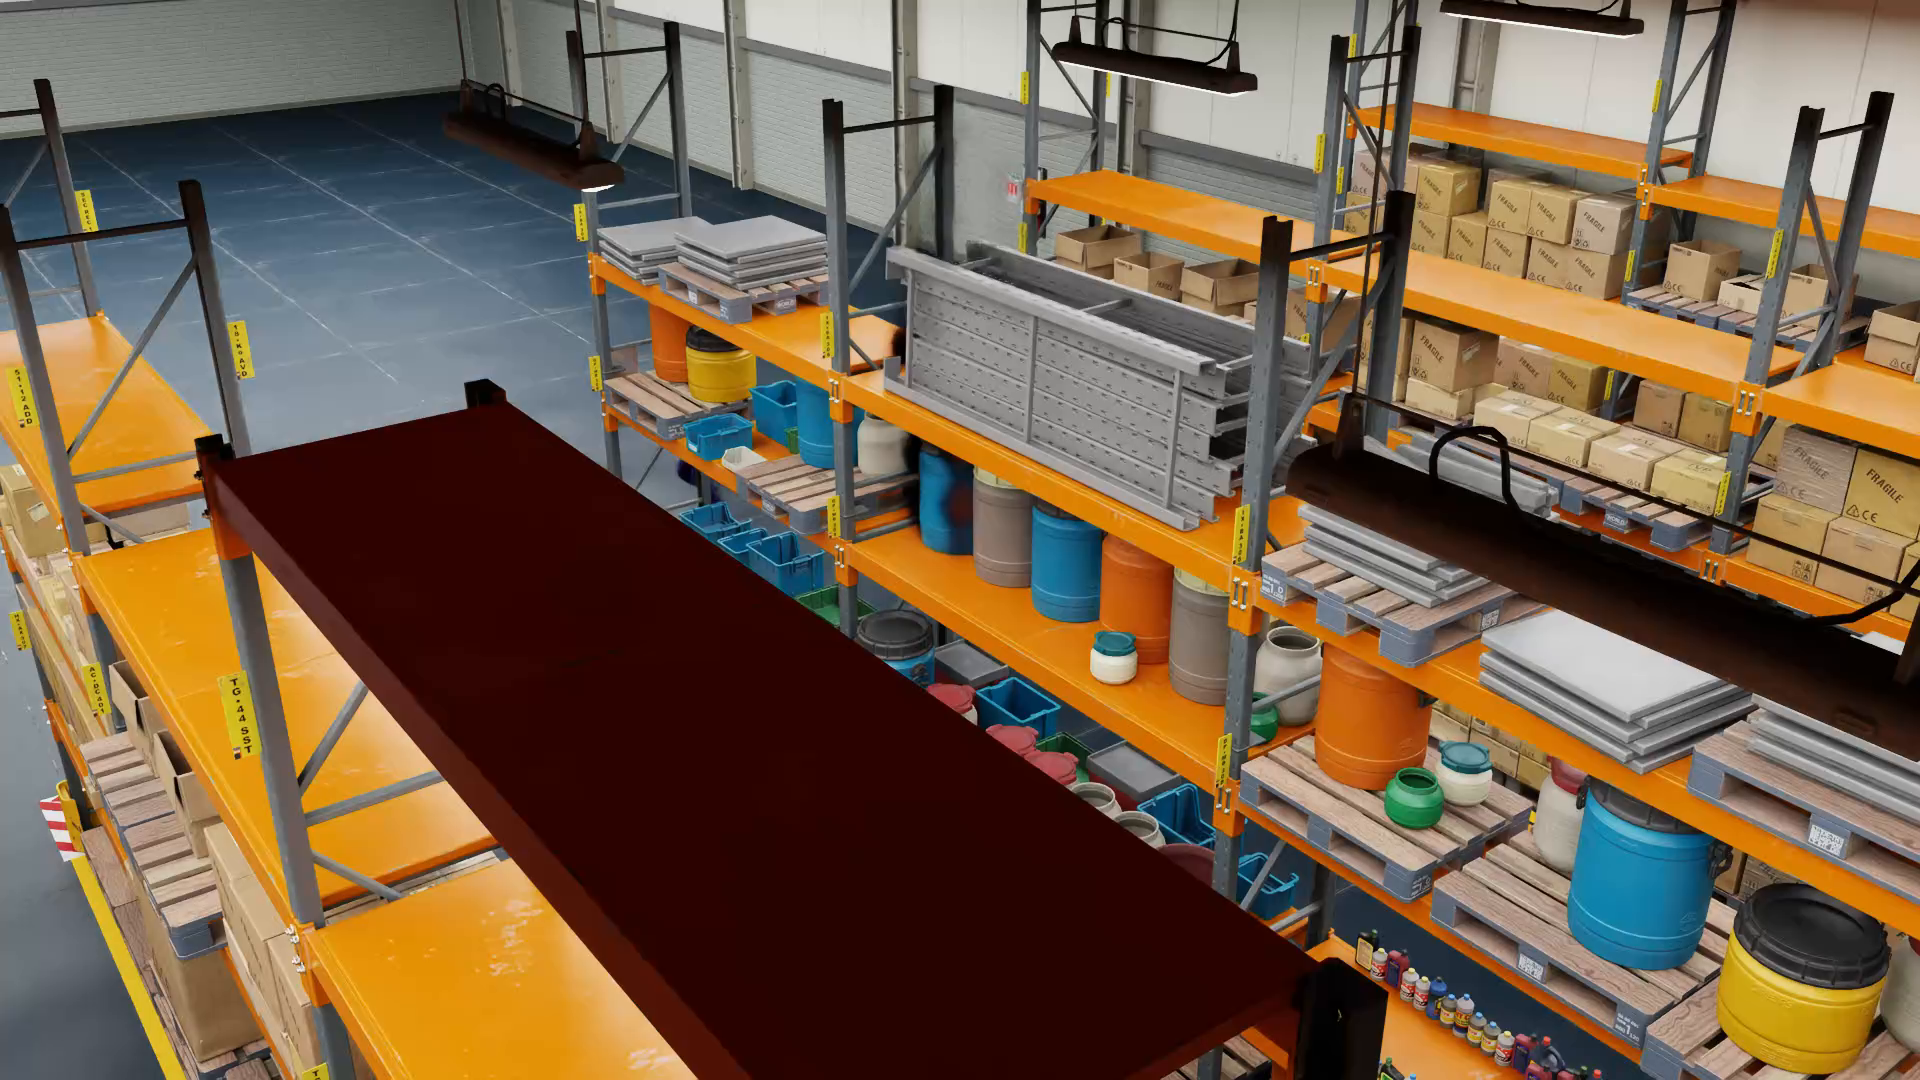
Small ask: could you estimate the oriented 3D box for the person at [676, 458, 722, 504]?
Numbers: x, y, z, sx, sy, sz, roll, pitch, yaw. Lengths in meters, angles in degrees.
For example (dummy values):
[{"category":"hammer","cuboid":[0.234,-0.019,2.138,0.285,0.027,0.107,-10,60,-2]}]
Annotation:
[{"category":"person","cuboid":[-3.073,-1.049,19.327,0.572,1.613,0.612,-5,25,-11]}]
